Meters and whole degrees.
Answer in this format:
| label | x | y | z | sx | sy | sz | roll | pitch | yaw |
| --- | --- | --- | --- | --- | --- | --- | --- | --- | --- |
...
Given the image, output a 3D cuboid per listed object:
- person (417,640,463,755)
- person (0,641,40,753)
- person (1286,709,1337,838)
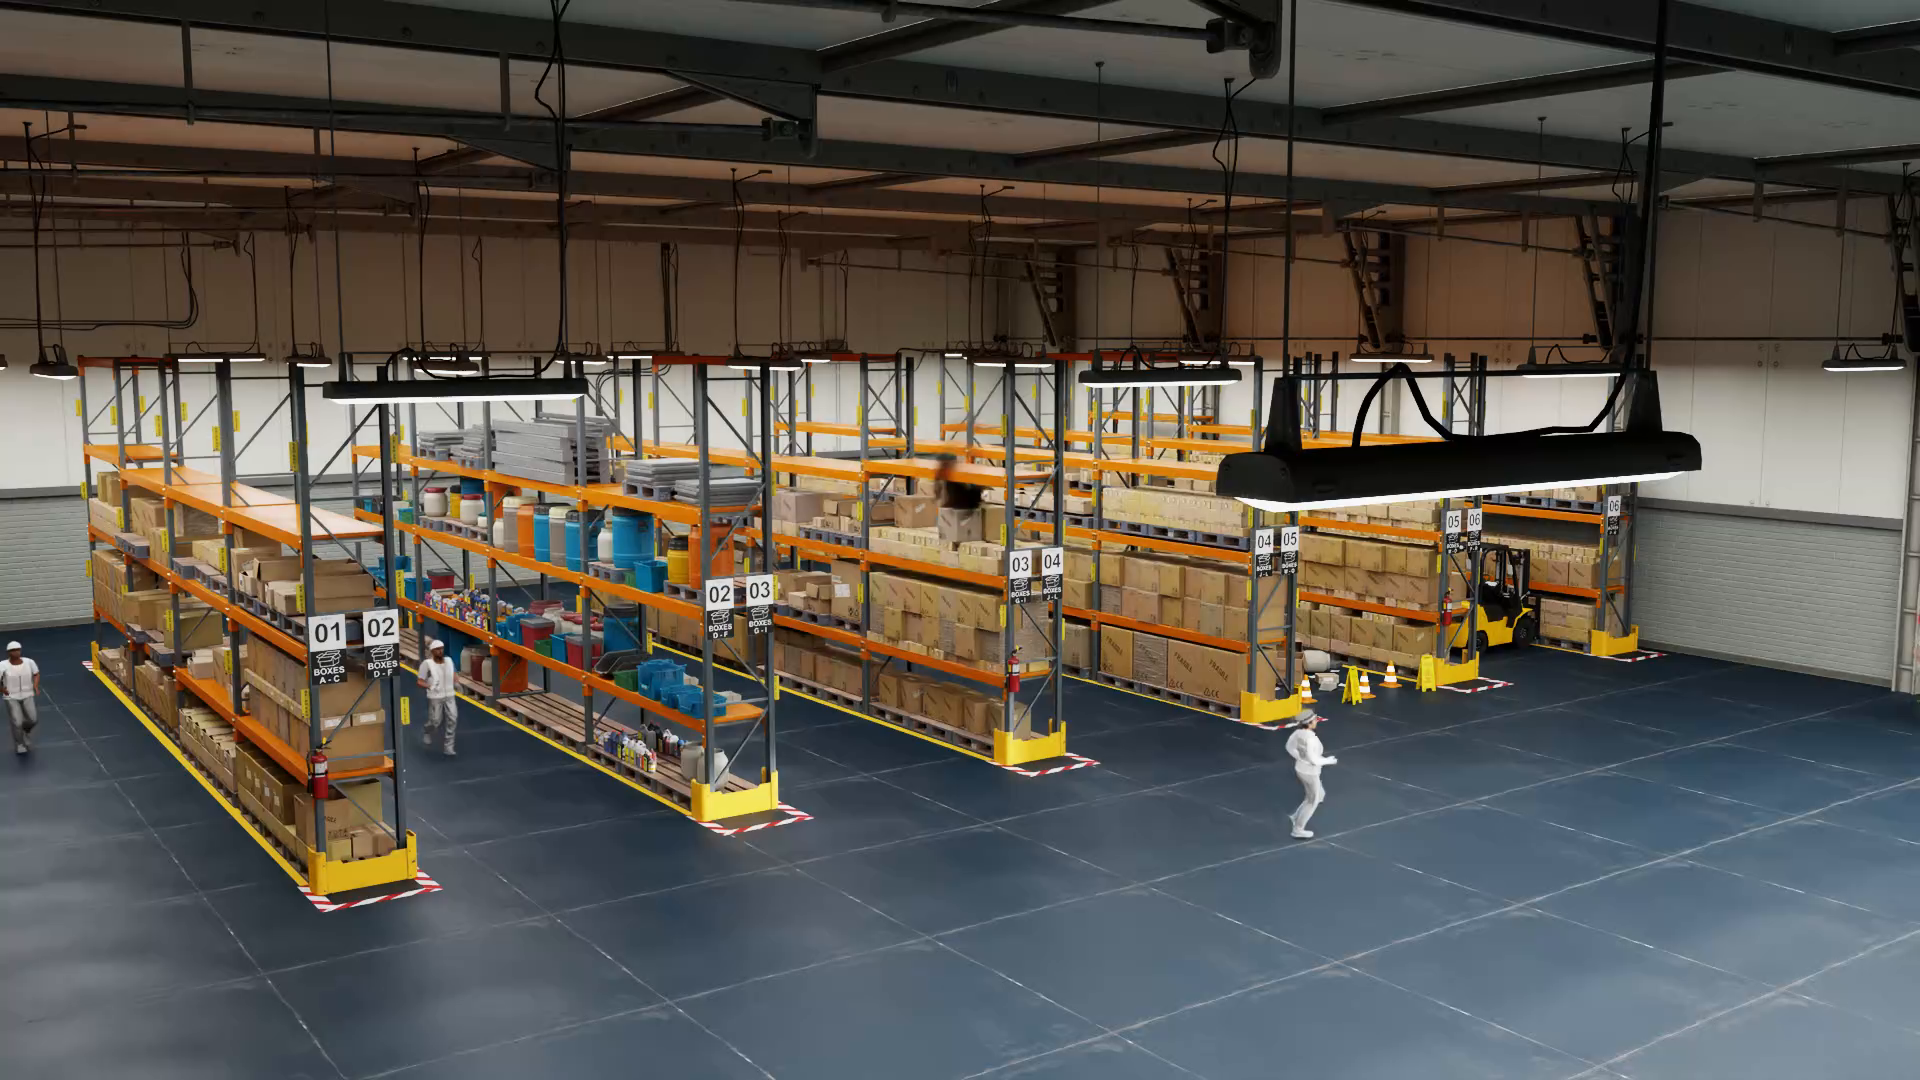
| label | x | y | z | sx | sy | sz | roll | pitch | yaw |
| --- | --- | --- | --- | --- | --- | --- | --- | --- | --- |
| person | -7.941 | 2.393 | 25.400 | 0.692 | 1.746 | 0.789 | -7 | 10 | -44 |
| person | -14.347 | 2.402 | 25.369 | 0.692 | 1.720 | 0.591 | -7 | 10 | -43 |
| person | 4.473 | 2.950 | 21.096 | 0.554 | 1.649 | 0.602 | -1 | 7 | -8 |
